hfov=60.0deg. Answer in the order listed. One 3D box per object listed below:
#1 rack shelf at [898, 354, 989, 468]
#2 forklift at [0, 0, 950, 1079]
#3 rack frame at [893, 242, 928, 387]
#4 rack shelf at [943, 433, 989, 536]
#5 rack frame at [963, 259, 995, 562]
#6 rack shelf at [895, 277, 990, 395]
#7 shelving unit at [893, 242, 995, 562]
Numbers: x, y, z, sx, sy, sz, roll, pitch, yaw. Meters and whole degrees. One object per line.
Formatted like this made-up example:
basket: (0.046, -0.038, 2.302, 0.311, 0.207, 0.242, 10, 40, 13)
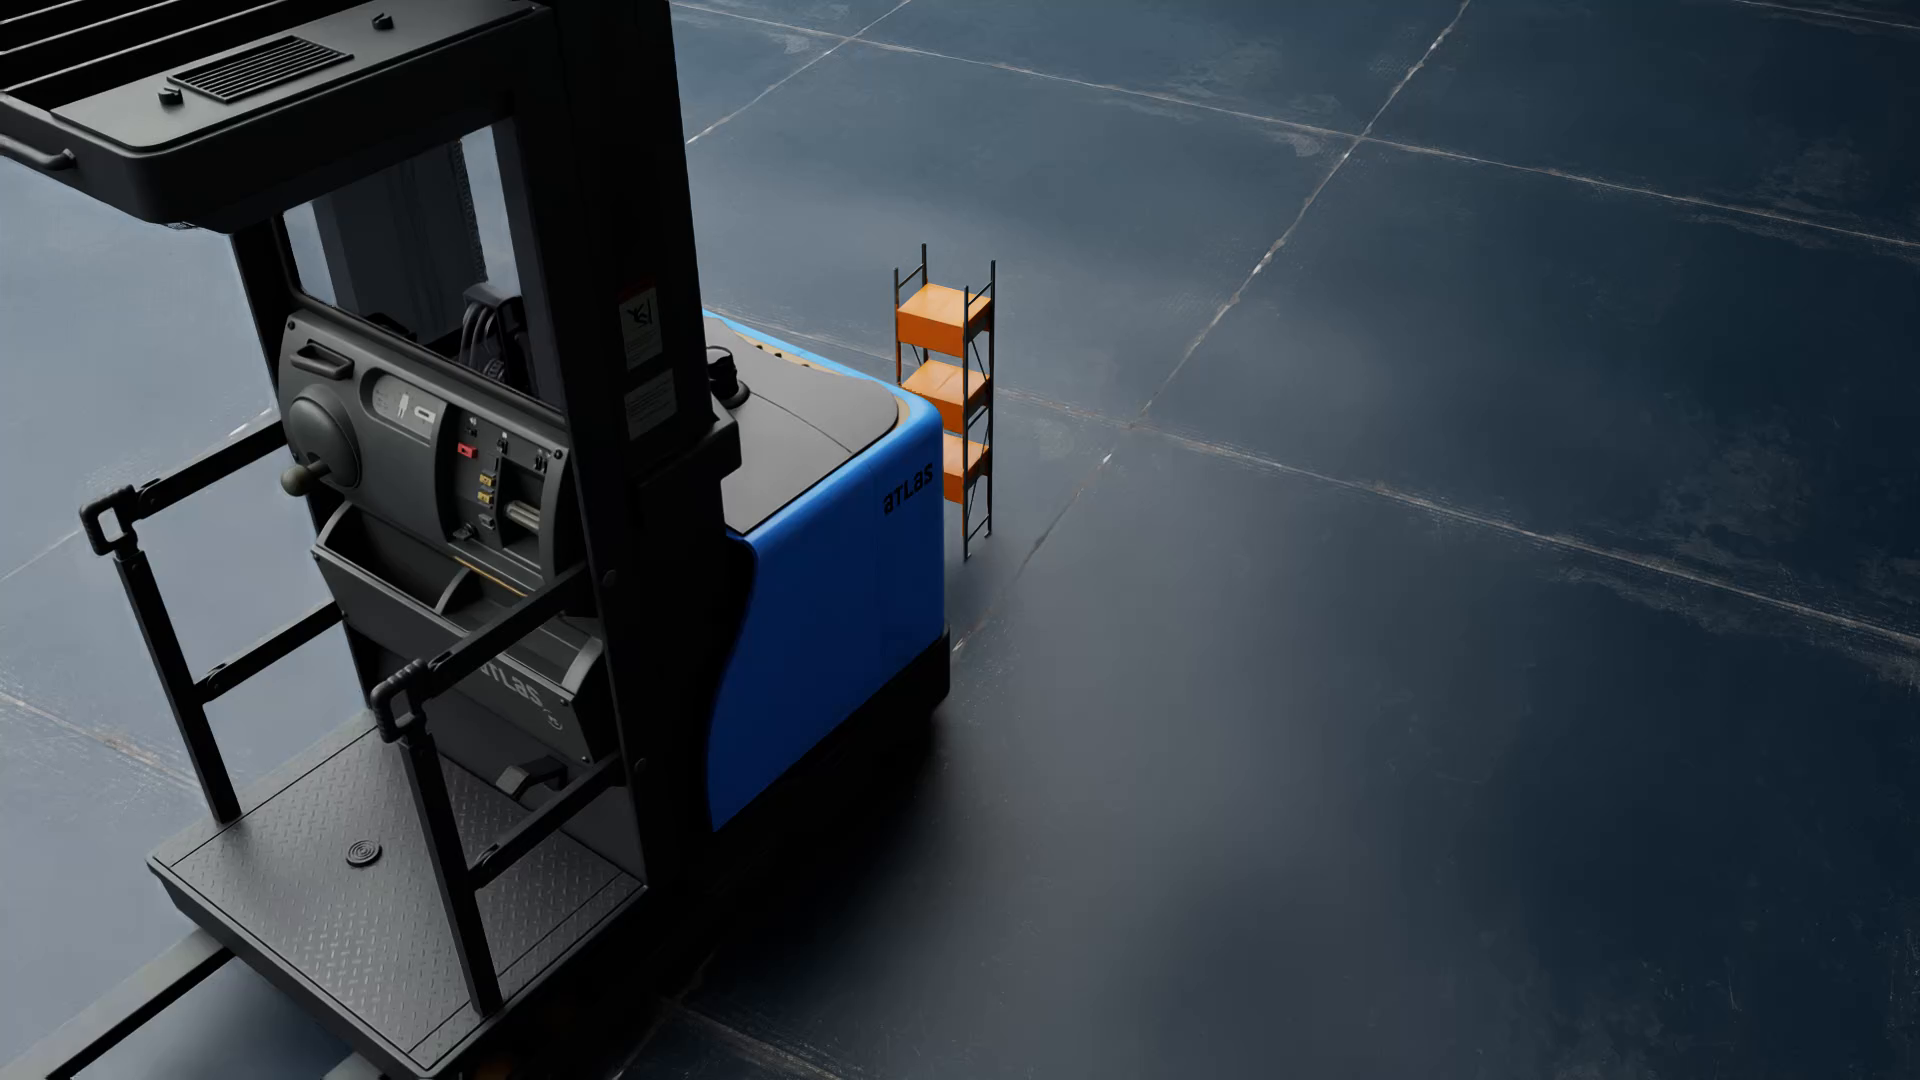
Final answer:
rack shelf: (-0.048, -0.425, 5.459, 0.240, 0.259, 0.215, 17, 41, 21)
forklift: (-1.309, -0.132, 3.500, 1.130, 2.935, 3.031, 24, 43, 28)
rack frame: (-0.156, -0.467, 5.497, 0.008, 1.050, 0.200, 17, 41, 21)
rack shelf: (-0.048, -0.203, 5.627, 0.240, 0.259, 0.215, 17, 41, 21)
rack frame: (0.061, -0.399, 5.407, 0.008, 1.050, 0.200, 17, 41, 21)
rack shelf: (-0.048, -0.651, 5.287, 0.240, 0.259, 0.215, 17, 41, 21)
shelving unit: (-0.048, -0.433, 5.452, 0.252, 1.050, 0.215, 17, 41, 21)
